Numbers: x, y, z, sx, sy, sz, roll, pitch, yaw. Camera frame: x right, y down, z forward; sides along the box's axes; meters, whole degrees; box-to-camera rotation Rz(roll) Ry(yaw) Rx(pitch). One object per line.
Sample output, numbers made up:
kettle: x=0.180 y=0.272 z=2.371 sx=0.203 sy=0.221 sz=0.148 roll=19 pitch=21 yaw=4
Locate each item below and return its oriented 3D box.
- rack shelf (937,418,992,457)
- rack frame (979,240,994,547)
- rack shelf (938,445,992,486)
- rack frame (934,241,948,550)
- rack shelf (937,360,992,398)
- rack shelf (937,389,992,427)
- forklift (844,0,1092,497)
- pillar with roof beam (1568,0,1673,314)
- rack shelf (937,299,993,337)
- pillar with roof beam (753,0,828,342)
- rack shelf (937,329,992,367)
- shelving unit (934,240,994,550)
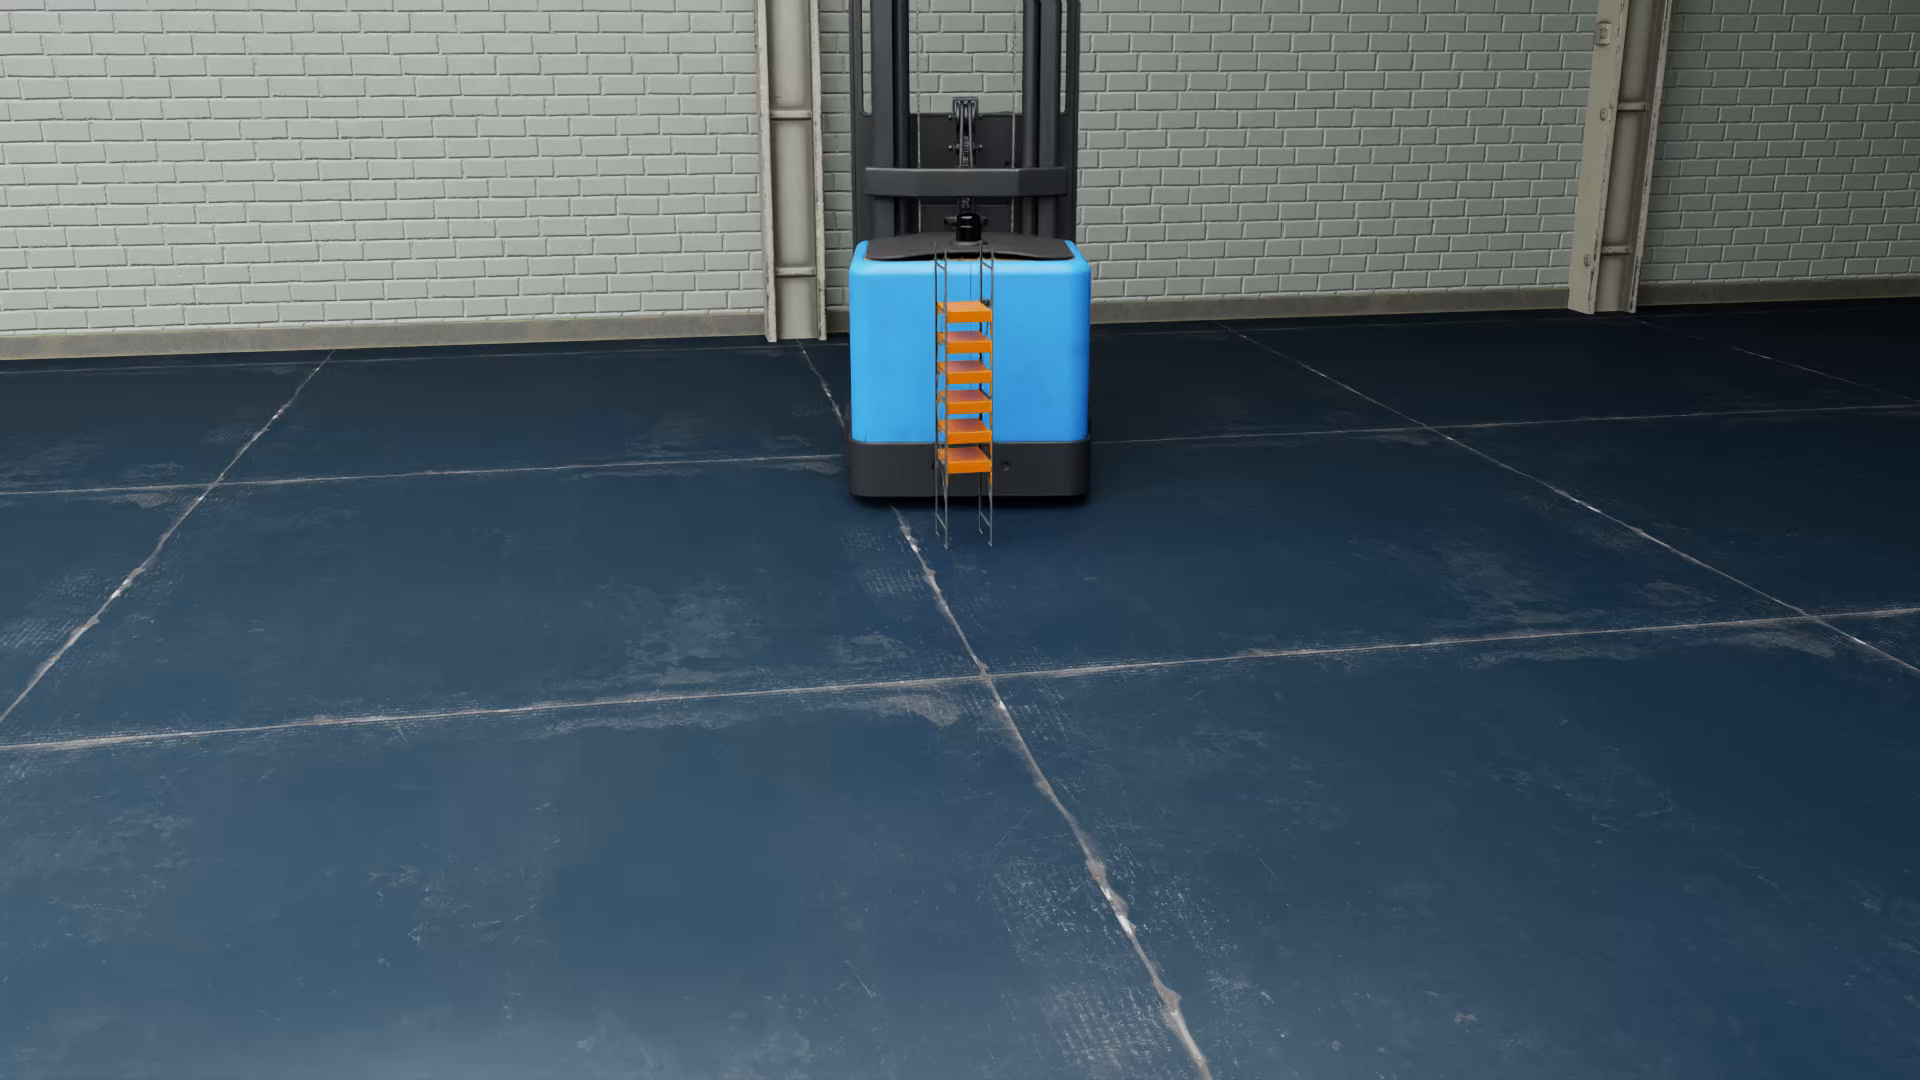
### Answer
rack shelf: x=0.014 y=-0.417 z=6.687 sx=0.180 sy=0.103 sz=0.258 roll=-3 pitch=17 yaw=-10
rack frame: x=0.104 y=-0.579 z=6.655 sx=0.006 sy=1.200 sz=0.240 roll=-3 pitch=17 yaw=-10
rack shelf: x=0.014 y=-0.302 z=6.722 sx=0.180 sy=0.103 sz=0.258 roll=-3 pitch=17 yaw=-10
rack frame: x=-0.076 y=-0.569 z=6.622 sx=0.006 sy=1.200 sz=0.240 roll=-3 pitch=17 yaw=-10
rack shelf: x=0.014 y=-0.647 z=6.616 sx=0.180 sy=0.103 sz=0.258 roll=-3 pitch=17 yaw=-10
rack shelf: x=0.014 y=-0.532 z=6.651 sx=0.180 sy=0.103 sz=0.258 roll=-3 pitch=17 yaw=-10
forklift: x=0.015 y=-1.963 z=8.211 sx=1.130 sy=2.935 sz=3.031 roll=0 pitch=17 yaw=-1
pillar with roof beam: x=5.592 y=-4.775 z=7.033 sx=0.400 sy=9.000 sz=9.100 roll=-3 pitch=17 yaw=-10
rack shelf: x=0.014 y=-0.876 z=6.546 sx=0.180 sy=0.103 sz=0.258 roll=-3 pitch=17 yaw=-10
pillar with roof beam: x=-0.299 y=-4.441 z=5.945 sx=0.400 sy=9.000 sz=9.100 roll=-3 pitch=17 yaw=-10
rack shelf: x=0.014 y=-0.761 z=6.581 sx=0.180 sy=0.103 sz=0.258 roll=-3 pitch=17 yaw=-10
shelving unit: x=0.014 y=-0.574 z=6.638 sx=0.189 sy=1.200 sz=0.258 roll=-3 pitch=17 yaw=-10
